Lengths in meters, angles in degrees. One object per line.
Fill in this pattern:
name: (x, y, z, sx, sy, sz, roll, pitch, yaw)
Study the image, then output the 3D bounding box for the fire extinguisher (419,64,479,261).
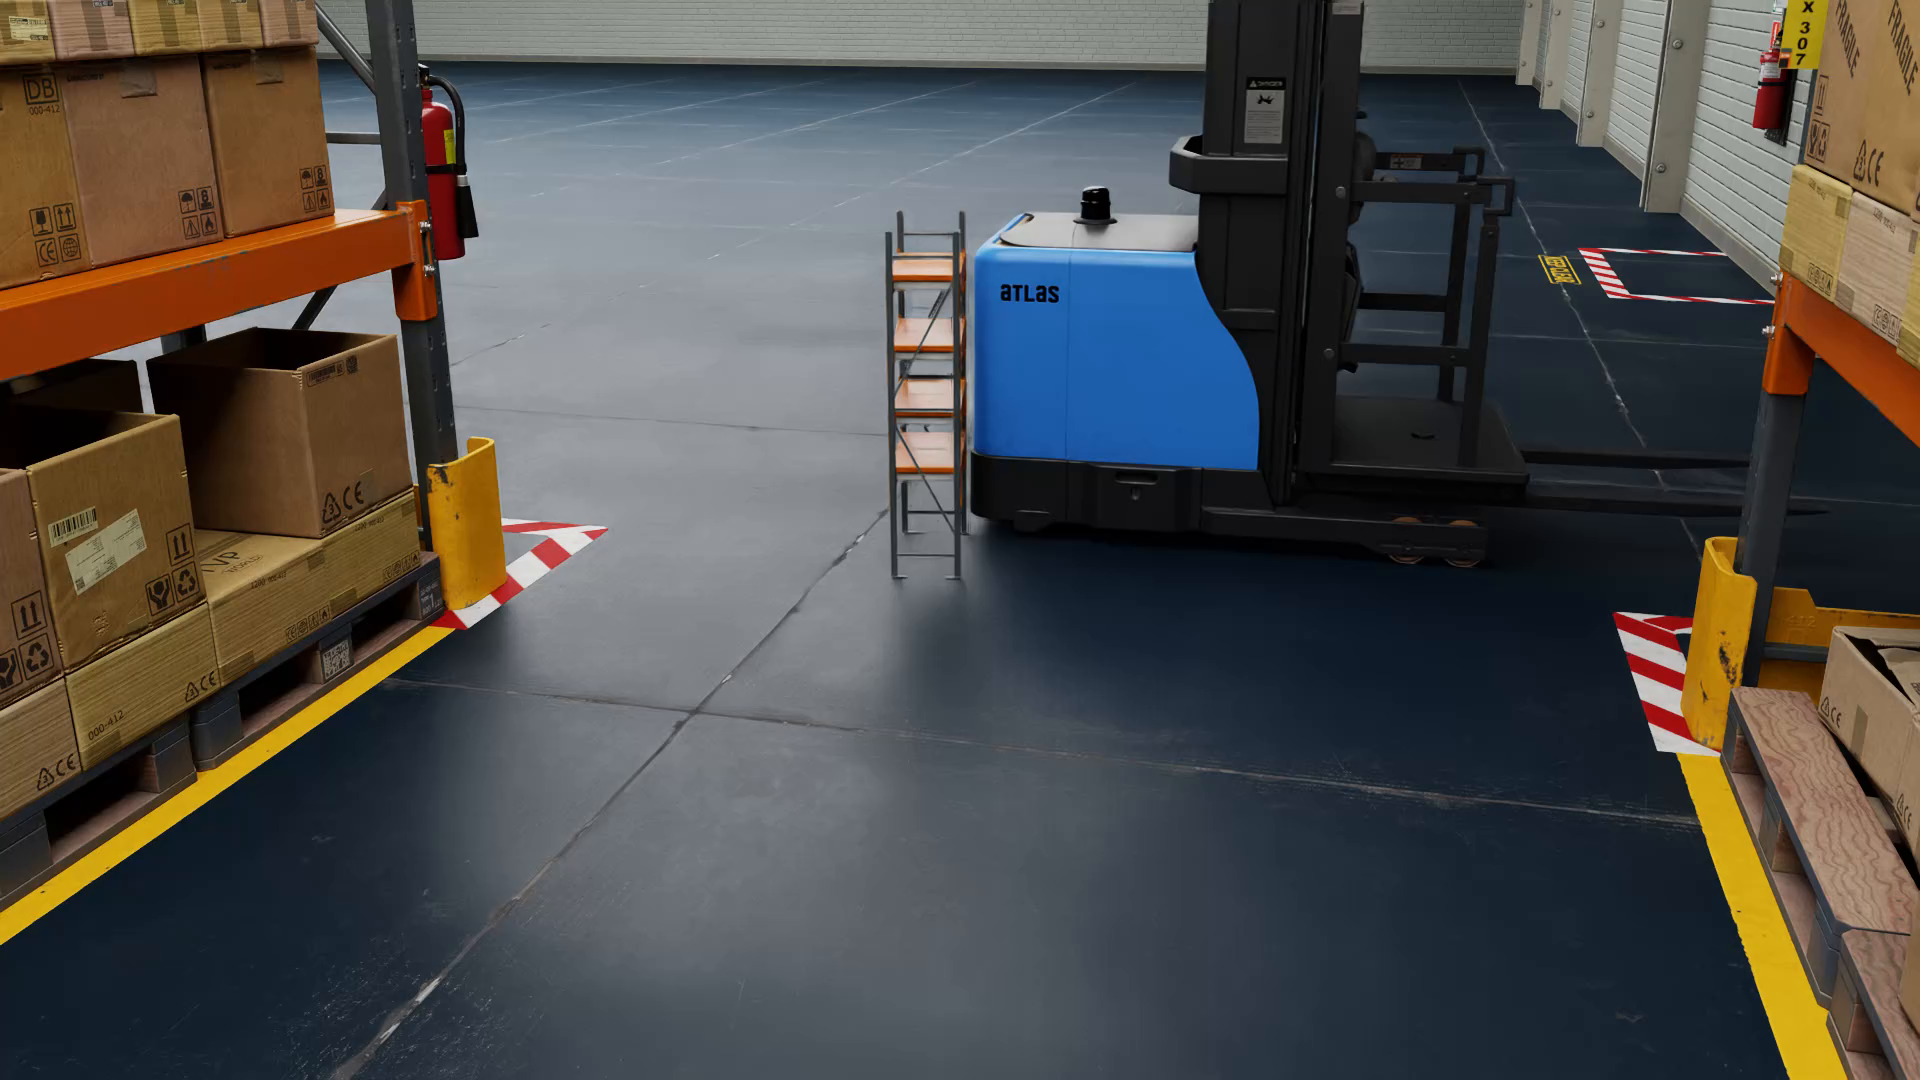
fire extinguisher: (-1.693, -1.238, 5.291, 0.296, 0.674, 0.183, 5, 19, 13)

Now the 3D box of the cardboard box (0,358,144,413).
cardboard box: (-2.639, -0.219, 4.632, 0.500, 0.500, 0.500, 5, 19, 13)

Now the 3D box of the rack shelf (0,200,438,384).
rack shelf: (-2.661, -0.307, 3.558, 1.077, 0.370, 4.000, 5, 19, 13)

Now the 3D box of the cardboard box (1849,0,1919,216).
cardboard box: (2.094, -0.897, 3.215, 0.500, 0.500, 0.500, 5, 19, 14)

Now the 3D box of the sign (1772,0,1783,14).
sign: (5.632, -3.681, 11.447, 0.001, 0.109, 0.331, 5, 19, 13)

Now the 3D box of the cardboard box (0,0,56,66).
cardboard box: (-2.333, -1.170, 3.815, 0.380, 0.149, 0.250, 5, 20, 15)

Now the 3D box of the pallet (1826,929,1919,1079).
pallet: (2.081, 1.092, 2.663, 1.003, 0.211, 1.213, 5, 19, 13)

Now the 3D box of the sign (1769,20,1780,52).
sign: (5.642, -3.430, 11.535, 0.001, 0.329, 0.234, 5, 19, 13)

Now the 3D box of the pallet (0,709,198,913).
pallet: (-2.618, 0.670, 3.900, 1.003, 0.211, 1.213, 5, 19, 13)

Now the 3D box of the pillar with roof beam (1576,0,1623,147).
pillar with roof beam: (3.524, -9.417, 19.836, 9.100, 9.000, 0.400, 5, 19, 13)

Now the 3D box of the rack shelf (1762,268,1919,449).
rack shelf: (2.144, 0.083, 2.416, 1.077, 0.370, 4.000, 5, 19, 13)

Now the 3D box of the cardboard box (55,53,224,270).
cardboard box: (-2.422, -1.011, 4.352, 0.700, 0.500, 0.500, 5, 20, 15)

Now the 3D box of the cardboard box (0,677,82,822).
cardboard box: (-2.371, 0.491, 3.714, 0.500, 0.250, 0.500, 5, 19, 13)

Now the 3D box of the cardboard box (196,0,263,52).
cardboard box: (-2.143, -1.411, 4.521, 0.380, 0.149, 0.250, 5, 20, 15)

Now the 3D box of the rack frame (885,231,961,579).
rack frame: (-0.121, -0.434, 5.600, 0.240, 1.200, 0.015, 1, 19, 2)

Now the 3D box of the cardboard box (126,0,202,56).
cardboard box: (-2.205, -1.331, 4.286, 0.380, 0.149, 0.250, 4, 19, 13)

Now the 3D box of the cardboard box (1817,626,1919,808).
cardboard box: (2.376, 0.390, 3.884, 0.500, 0.311, 0.500, 2, 19, 7)

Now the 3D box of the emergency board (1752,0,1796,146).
emergency board: (5.407, -3.248, 11.057, 0.194, 1.169, 0.643, 5, 19, 13)

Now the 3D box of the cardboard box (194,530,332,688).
cardboard box: (-2.127, 0.177, 4.632, 0.500, 0.250, 0.500, 5, 19, 13)

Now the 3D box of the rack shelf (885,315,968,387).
rack shelf: (-0.111, -0.661, 5.780, 0.258, 0.148, 0.480, 1, 19, 2)

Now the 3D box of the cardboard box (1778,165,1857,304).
cardboard box: (2.206, -0.695, 3.782, 0.500, 0.250, 0.500, 4, 19, 12)

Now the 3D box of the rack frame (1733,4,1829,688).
rack frame: (2.633, -0.884, 4.135, 1.000, 3.000, 0.127, 5, 19, 13)

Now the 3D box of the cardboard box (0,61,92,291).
cardboard box: (-2.549, -0.856, 3.898, 0.700, 0.500, 0.500, 5, 19, 14)

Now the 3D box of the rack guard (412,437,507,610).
rack guard: (-2.166, -0.099, 5.703, 1.175, 0.500, 0.348, 5, 19, 13)

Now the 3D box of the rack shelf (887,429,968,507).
rack shelf: (-0.109, -0.262, 5.917, 0.258, 0.148, 0.480, 1, 19, 2)

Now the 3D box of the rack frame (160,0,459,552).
rack frame: (-2.172, -1.274, 5.277, 1.000, 3.000, 0.127, 5, 19, 13)

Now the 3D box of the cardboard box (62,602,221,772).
cardboard box: (-2.247, 0.334, 4.172, 0.500, 0.250, 0.500, 5, 19, 13)

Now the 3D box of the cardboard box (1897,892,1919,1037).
cardboard box: (2.009, 0.705, 2.669, 0.700, 0.500, 0.500, 3, 19, 10)

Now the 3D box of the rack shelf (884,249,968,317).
rack shelf: (-0.112, -0.885, 5.703, 0.258, 0.148, 0.480, 1, 19, 2)

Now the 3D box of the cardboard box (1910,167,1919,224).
cardboard box: (1.962, -0.736, 2.742, 0.500, 0.500, 0.500, 4, 19, 12)

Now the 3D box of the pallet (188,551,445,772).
pallet: (-2.318, 0.288, 5.016, 1.003, 0.211, 1.213, 5, 19, 13)

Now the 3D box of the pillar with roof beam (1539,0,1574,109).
pillar with roof beam: (4.990, -11.298, 25.342, 9.100, 9.000, 0.400, 5, 19, 13)

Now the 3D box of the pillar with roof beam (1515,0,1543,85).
pillar with roof beam: (6.456, -13.178, 30.848, 9.100, 9.000, 0.400, 5, 19, 13)

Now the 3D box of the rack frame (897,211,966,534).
rack frame: (-0.100, -0.593, 6.062, 0.240, 1.200, 0.015, 1, 19, 2)

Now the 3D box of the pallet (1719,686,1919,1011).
pallet: (2.381, 0.711, 3.779, 1.003, 0.211, 1.213, 5, 19, 13)

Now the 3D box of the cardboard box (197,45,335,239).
cardboard box: (-2.298, -1.176, 4.835, 0.700, 0.500, 0.500, 5, 19, 13)

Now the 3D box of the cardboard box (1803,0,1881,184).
cardboard box: (2.225, -1.051, 3.666, 0.500, 0.500, 0.500, 5, 19, 13)

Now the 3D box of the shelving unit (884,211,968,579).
shelving unit: (-0.110, -0.513, 5.831, 0.258, 1.200, 0.503, 1, 19, 2)

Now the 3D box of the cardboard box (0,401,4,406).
cardboard box: (-2.749, -0.061, 4.171, 0.500, 0.500, 0.500, 5, 19, 13)

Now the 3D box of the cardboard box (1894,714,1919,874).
cardboard box: (2.237, 0.569, 3.361, 0.500, 0.311, 0.500, 6, 20, 18)

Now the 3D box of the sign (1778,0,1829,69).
sign: (2.106, -1.336, 4.120, 0.100, 0.325, 0.005, 5, 19, 13)

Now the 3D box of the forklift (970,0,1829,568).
forklift: (1.607, -1.476, 5.973, 3.031, 2.935, 1.130, 4, 19, 11)

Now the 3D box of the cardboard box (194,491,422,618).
cardboard box: (-2.016, 0.020, 5.093, 0.500, 0.250, 0.500, 5, 19, 13)

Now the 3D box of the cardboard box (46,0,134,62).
cardboard box: (-2.269, -1.253, 4.056, 0.380, 0.149, 0.250, 5, 19, 14)

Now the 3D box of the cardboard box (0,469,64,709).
cardboard box: (-2.368, 0.136, 3.592, 0.500, 0.500, 0.500, 5, 19, 13)

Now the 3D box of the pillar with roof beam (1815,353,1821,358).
pillar with roof beam: (0.592, -5.656, 8.824, 9.100, 9.000, 0.400, 5, 19, 13)

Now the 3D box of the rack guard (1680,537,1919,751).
rack guard: (2.614, 0.323, 4.469, 1.175, 0.500, 0.348, 5, 19, 13)

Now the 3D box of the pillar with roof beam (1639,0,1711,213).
pillar with roof beam: (2.058, -7.536, 14.330, 9.100, 9.000, 0.400, 5, 19, 13)

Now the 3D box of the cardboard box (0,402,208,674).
cardboard box: (-2.244, -0.020, 4.050, 0.500, 0.500, 0.500, 5, 19, 13)

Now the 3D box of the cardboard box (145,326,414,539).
cardboard box: (-2.014, -0.335, 4.971, 0.500, 0.500, 0.500, 5, 19, 13)

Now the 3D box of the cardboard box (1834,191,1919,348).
cardboard box: (2.092, -0.531, 3.302, 0.500, 0.250, 0.500, 4, 19, 12)

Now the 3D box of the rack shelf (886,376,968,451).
rack shelf: (-0.110, -0.450, 5.853, 0.258, 0.148, 0.480, 1, 19, 2)

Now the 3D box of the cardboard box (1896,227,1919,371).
cardboard box: (1.962, -0.372, 2.836, 0.500, 0.250, 0.500, 4, 19, 13)

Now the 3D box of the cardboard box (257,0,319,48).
cardboard box: (-2.080, -1.494, 4.761, 0.380, 0.149, 0.250, 4, 19, 12)
